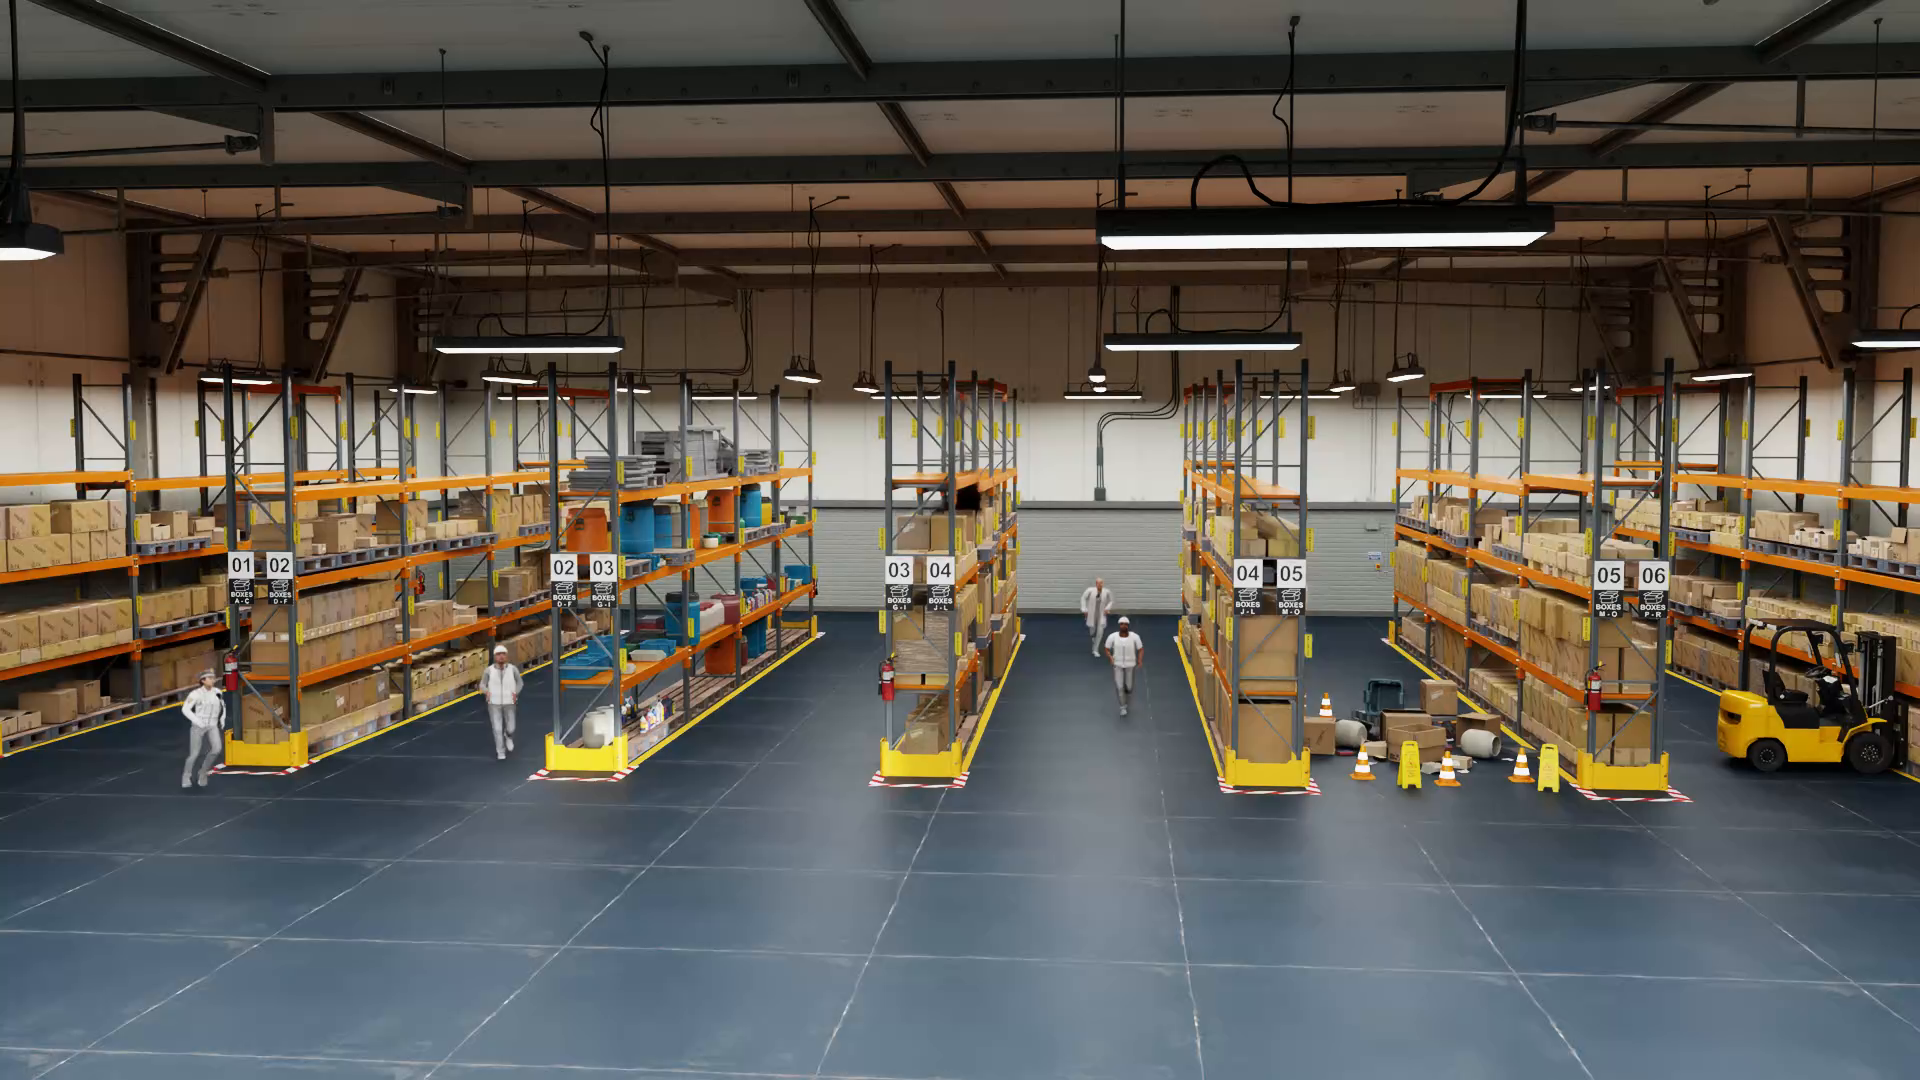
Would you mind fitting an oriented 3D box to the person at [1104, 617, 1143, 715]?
[{"bbox_3d":[2.895,2.215,29.439,0.702,1.723,0.598,0,4,5],"label":"person"}]

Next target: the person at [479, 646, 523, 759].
[{"bbox_3d":[-6.996,2.472,25.373,0.656,1.722,0.609,-1,4,-17],"label":"person"}]

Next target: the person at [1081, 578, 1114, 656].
[{"bbox_3d":[3.073,1.712,37.258,0.735,1.752,0.811,0,4,2],"label":"person"}]

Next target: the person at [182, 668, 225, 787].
[{"bbox_3d":[-10.621,2.636,23.453,0.612,1.654,0.676,3,5,42],"label":"person"}]
